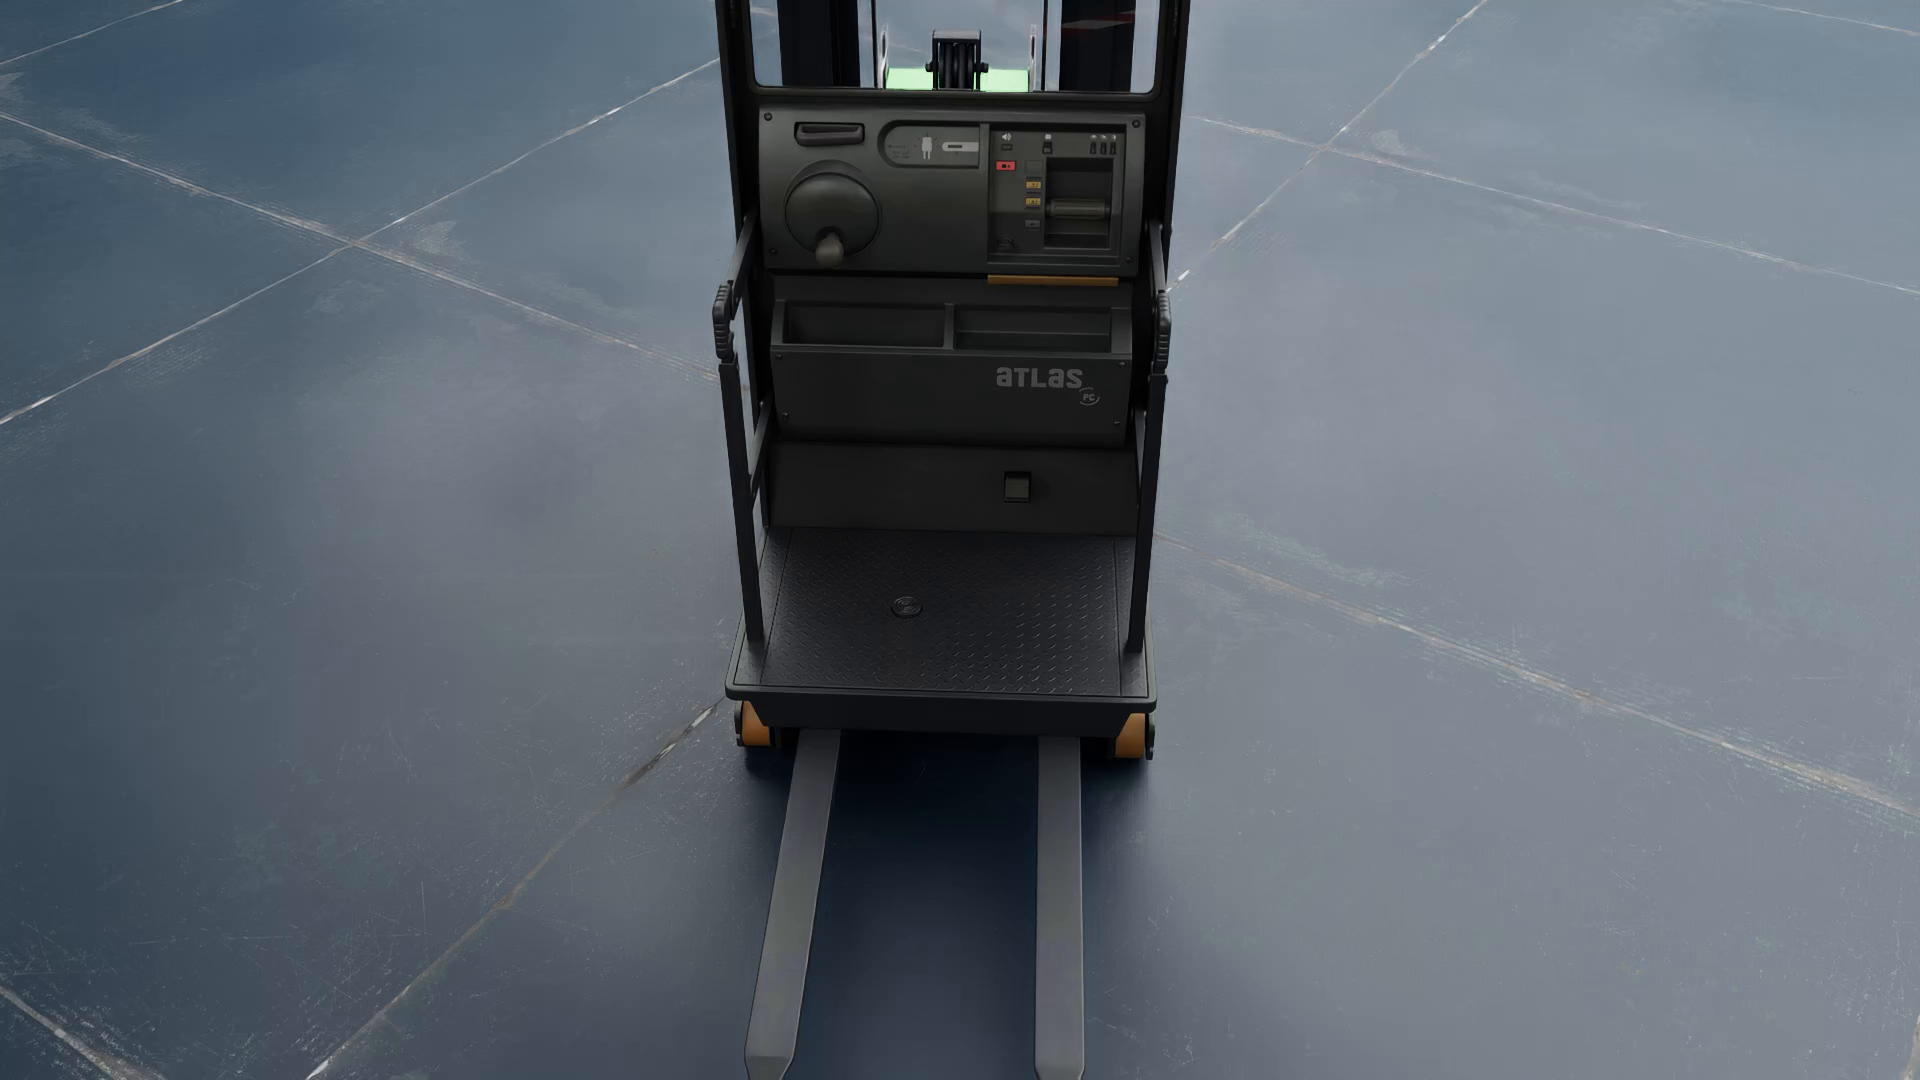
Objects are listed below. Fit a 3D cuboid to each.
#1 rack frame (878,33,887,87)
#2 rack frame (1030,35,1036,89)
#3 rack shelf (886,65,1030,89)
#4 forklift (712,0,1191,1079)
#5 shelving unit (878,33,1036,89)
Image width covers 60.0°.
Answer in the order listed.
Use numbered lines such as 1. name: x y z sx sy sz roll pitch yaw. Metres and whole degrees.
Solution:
1. rack frame: -0.253 -1.110 5.704 0.015 1.200 0.240 1 38 2
2. rack frame: 0.234 -1.099 5.690 0.015 1.200 0.240 1 38 2
3. rack shelf: -0.010 -1.430 5.438 0.480 0.148 0.258 1 38 2
4. forklift: -0.029 -0.777 3.857 1.130 2.935 3.031 2 38 2
5. shelving unit: -0.009 -1.104 5.697 0.503 1.200 0.258 1 38 2
